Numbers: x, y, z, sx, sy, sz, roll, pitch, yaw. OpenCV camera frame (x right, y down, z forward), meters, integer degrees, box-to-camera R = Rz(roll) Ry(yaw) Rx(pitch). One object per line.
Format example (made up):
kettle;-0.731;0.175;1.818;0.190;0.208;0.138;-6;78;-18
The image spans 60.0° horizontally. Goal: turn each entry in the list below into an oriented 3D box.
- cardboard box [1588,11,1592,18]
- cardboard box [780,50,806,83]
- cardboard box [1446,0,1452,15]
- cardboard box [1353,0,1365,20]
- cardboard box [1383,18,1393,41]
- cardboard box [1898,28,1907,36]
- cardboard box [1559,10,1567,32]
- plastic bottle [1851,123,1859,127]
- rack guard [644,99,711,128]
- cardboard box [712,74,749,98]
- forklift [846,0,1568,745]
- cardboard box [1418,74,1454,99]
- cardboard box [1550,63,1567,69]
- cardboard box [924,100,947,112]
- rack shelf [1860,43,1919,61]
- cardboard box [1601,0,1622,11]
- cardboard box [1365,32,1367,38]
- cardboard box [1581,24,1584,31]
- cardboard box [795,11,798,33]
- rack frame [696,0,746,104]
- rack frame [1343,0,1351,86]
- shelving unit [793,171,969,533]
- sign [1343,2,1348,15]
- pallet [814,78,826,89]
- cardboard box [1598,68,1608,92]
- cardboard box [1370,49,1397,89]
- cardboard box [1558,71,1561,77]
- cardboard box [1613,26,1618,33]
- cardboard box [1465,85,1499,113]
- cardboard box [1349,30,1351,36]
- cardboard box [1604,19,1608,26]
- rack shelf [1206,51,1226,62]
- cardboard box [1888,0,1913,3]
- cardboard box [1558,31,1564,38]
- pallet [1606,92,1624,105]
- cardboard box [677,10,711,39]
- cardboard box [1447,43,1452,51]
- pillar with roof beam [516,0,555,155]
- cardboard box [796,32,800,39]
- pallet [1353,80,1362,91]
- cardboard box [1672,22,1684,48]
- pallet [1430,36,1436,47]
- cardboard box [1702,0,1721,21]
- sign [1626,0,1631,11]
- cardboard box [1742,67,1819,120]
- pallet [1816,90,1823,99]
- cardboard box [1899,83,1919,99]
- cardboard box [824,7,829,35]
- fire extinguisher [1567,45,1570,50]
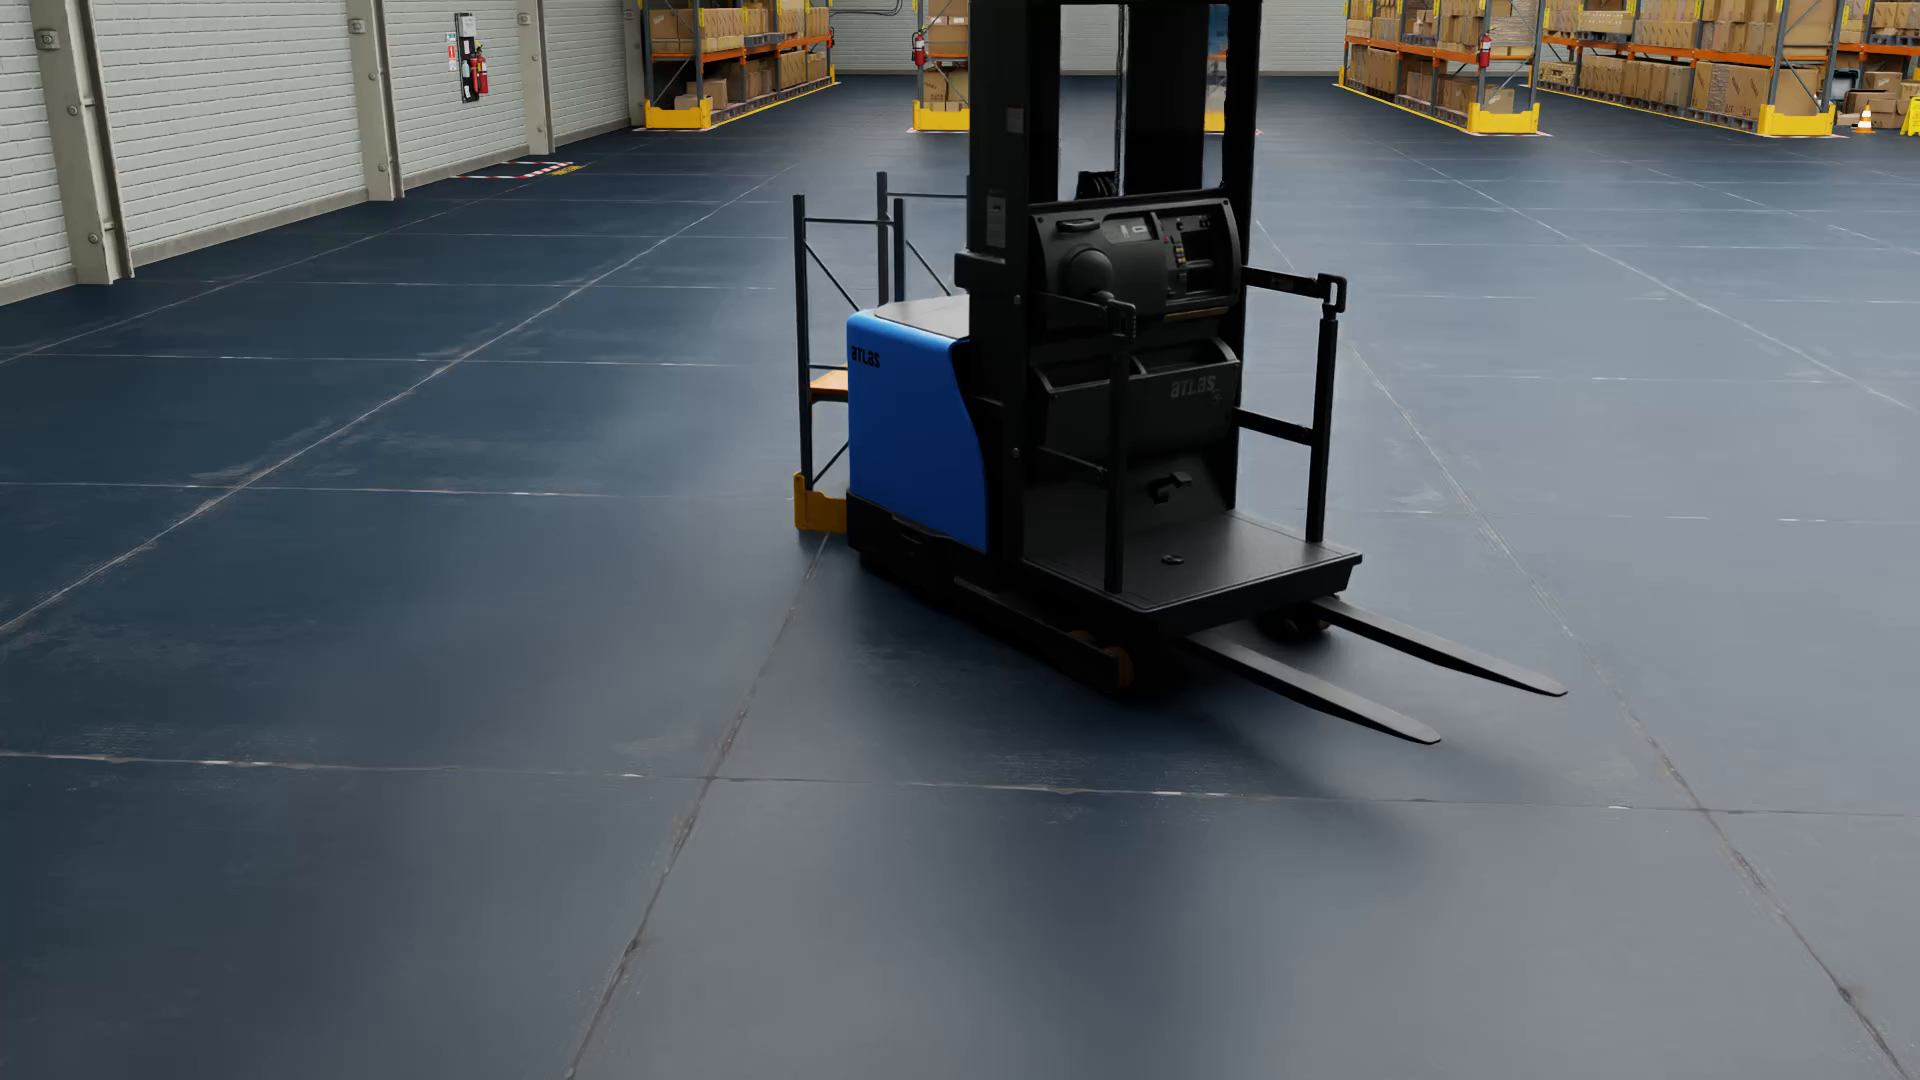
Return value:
cardboard box;14.889;-12.256;38.782;0.380;0.149;0.250;1;18;3
cardboard box;-4.247;-11.696;41.077;0.750;0.750;0.750;1;18;5
cardboard box;9.598;-10.281;31.737;0.500;0.500;0.500;1;18;4
cardboard box;10.407;-13.600;42.670;0.500;0.500;0.500;1;18;2
cardboard box;10.106;-11.829;38.545;0.500;0.500;0.500;2;18;5
cardboard box;19.781;-10.578;34.617;0.380;0.149;0.250;2;18;7
cardboard box;15.259;-12.910;41.366;0.500;0.500;0.500;1;18;4
plastic bottle;16.559;-7.653;30.682;0.133;0.061;0.283;-5;19;-15
rack guard;-5.185;-7.831;30.520;1.175;0.500;0.348;1;18;4
cardboard box;-4.881;-9.650;35.363;0.700;0.500;0.500;1;18;3
forklift;0.776;-1.028;5.852;1.130;2.935;3.031;-12;22;-33
cardboard box;10.116;-9.612;35.249;0.700;0.500;0.500;3;18;9
cardboard box;15.331;-12.135;42.588;0.380;0.149;0.250;2;18;6
cardboard box;-0.506;-7.952;30.616;0.500;0.250;0.500;1;18;4
rack shelf;19.946;-9.964;34.170;1.077;0.370;4.000;1;18;4
cardboard box;15.707;-13.047;40.180;0.500;0.500;0.500;2;18;5
cardboard box;10.205;-12.454;41.016;0.380;0.149;0.250;2;18;5
cardboard box;14.930;-12.131;39.355;0.380;0.149;0.250;2;18;5
cardboard box;-4.183;-12.457;39.953;0.500;0.500;0.500;1;18;4
rack frame;-4.904;-10.238;33.850;1.000;3.000;0.127;1;18;4
rack frame;10.778;-13.633;44.212;1.000;3.000;0.127;1;18;4
shelving unit;-0.314;-0.899;7.758;0.587;1.500;1.083;6;19;17
sign;10.225;-14.096;44.108;0.100;0.325;0.005;1;18;4
pallet;-4.113;-12.012;43.742;1.003;0.211;1.213;1;18;4
cardboard box;14.994;-10.554;38.155;0.500;0.500;0.500;0;18;1
cardboard box;10.402;-11.104;39.231;1.225;0.875;0.875;1;18;2
cardboard box;15.299;-11.746;41.878;0.380;0.149;0.250;0;18;1
cardboard box;14.741;-11.327;36.903;0.380;0.149;0.250;1;18;4
cardboard box;9.765;-8.250;31.122;0.500;0.500;0.500;3;18;9
cardboard box;10.388;-13.252;43.451;0.380;0.149;0.250;1;18;3
cardboard box;14.798;-11.711;37.598;0.380;0.149;0.250;1;18;4
rack shelf;4.834;-9.054;31.392;1.077;0.370;4.000;1;18;4
cardboard box;20.368;-11.598;36.234;0.500;0.500;0.500;1;18;2
cardboard box;15.259;-12.710;41.799;0.380;0.149;0.250;2;18;5
pallet;15.202;-9.924;37.370;1.003;0.211;1.213;1;18;4
cardboard box;-4.857;-9.432;30.394;0.500;0.500;0.500;1;18;4
cardboard box;9.514;-9.417;31.747;0.380;0.149;0.250;1;18;4
pillar with roof beam;-2.140;-10.124;23.867;9.100;9.000;0.400;1;18;4
cardboard box;-4.091;-12.260;40.391;0.380;0.149;0.250;1;18;4
pallet;10.709;-11.680;42.730;1.003;0.211;1.213;1;18;4
cardboard box;14.665;-10.137;33.380;0.500;0.500;0.500;1;18;3
pallet;10.118;-10.049;33.582;1.003;0.211;1.213;1;18;4
cardboard box;14.797;-10.235;31.865;0.875;0.550;0.550;1;18;4
sign;15.985;-12.788;39.772;0.100;0.325;0.005;1;18;4
cardboard box;14.554;-7.924;29.525;0.875;0.875;0.875;1;18;4
pallet;20.311;-10.223;38.284;1.003;0.211;1.213;1;18;4
cardboard box;19.934;-9.238;34.345;0.950;0.372;0.625;2;18;6
cardboard box;-4.070;-13.949;44.693;0.980;0.700;0.700;2;18;6
fire extinguisher;16.196;-13.345;44.056;0.296;0.674;0.183;1;18;4
